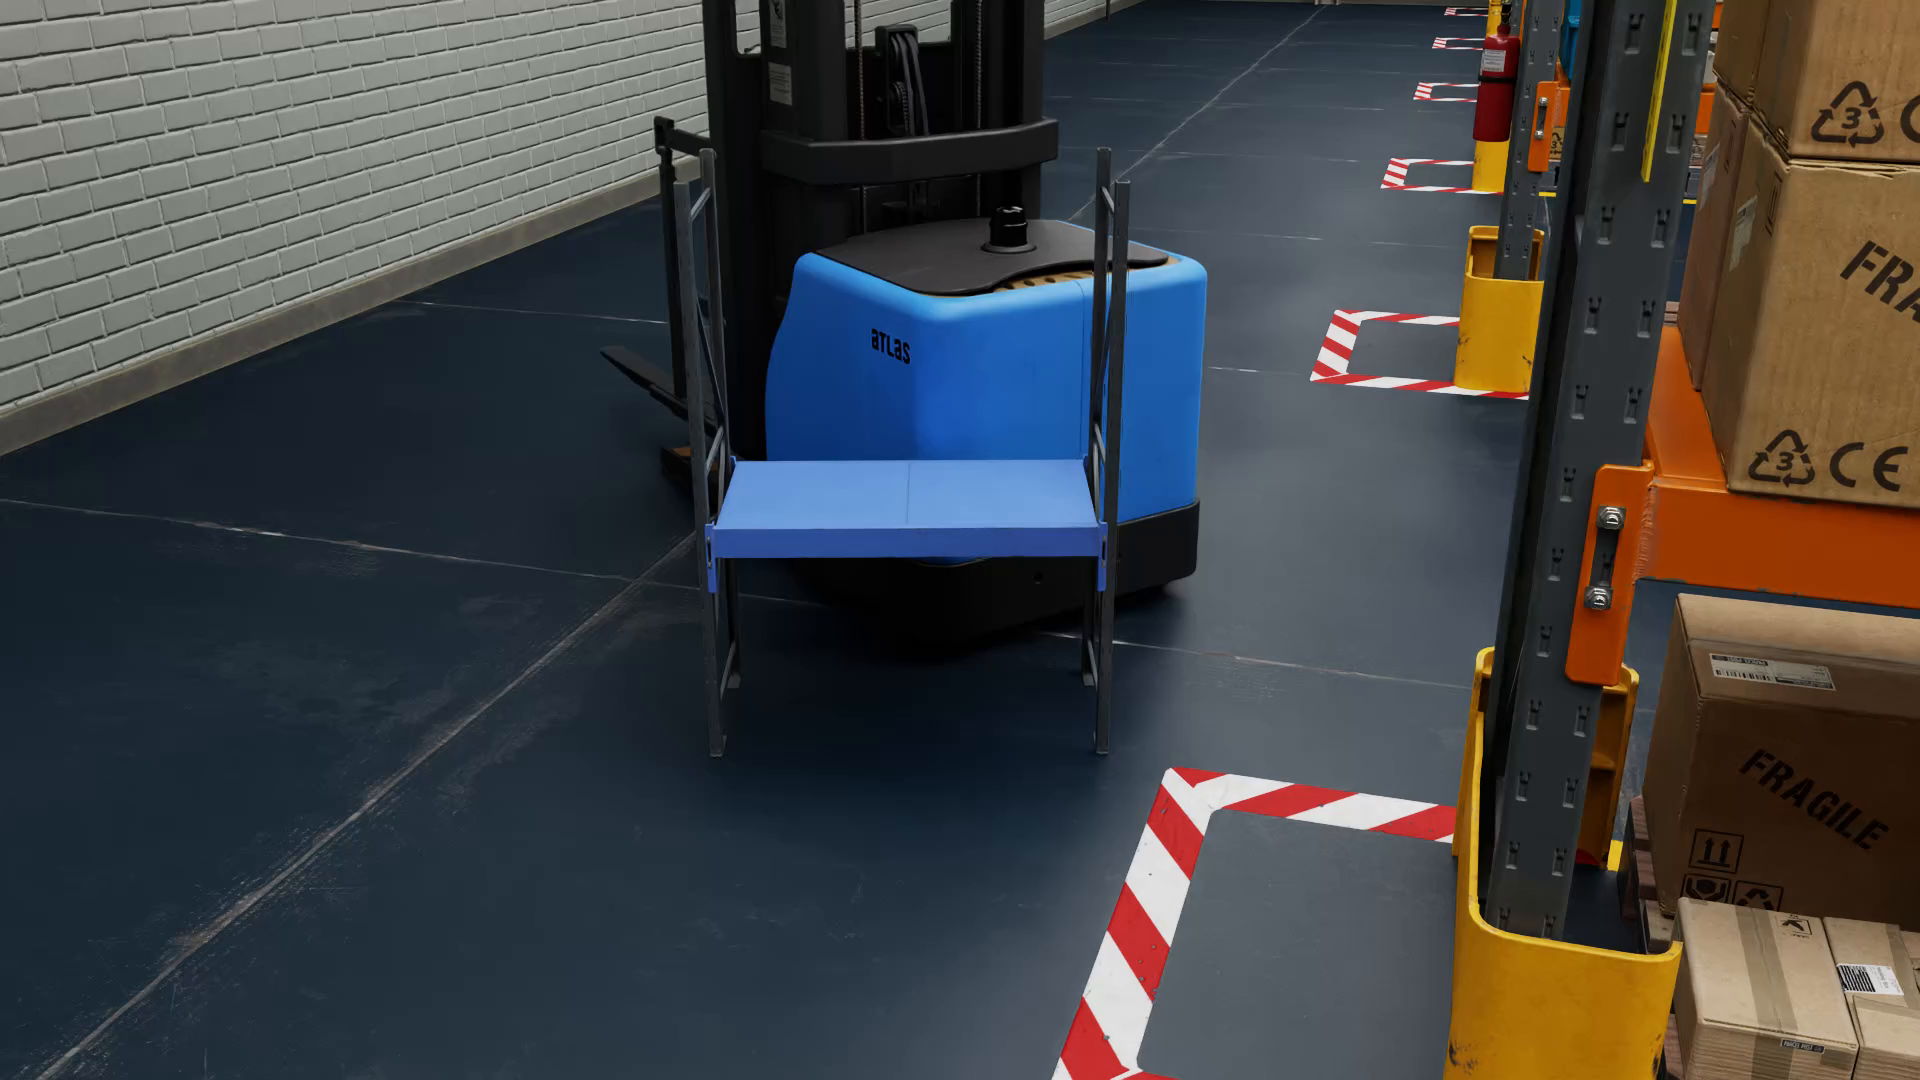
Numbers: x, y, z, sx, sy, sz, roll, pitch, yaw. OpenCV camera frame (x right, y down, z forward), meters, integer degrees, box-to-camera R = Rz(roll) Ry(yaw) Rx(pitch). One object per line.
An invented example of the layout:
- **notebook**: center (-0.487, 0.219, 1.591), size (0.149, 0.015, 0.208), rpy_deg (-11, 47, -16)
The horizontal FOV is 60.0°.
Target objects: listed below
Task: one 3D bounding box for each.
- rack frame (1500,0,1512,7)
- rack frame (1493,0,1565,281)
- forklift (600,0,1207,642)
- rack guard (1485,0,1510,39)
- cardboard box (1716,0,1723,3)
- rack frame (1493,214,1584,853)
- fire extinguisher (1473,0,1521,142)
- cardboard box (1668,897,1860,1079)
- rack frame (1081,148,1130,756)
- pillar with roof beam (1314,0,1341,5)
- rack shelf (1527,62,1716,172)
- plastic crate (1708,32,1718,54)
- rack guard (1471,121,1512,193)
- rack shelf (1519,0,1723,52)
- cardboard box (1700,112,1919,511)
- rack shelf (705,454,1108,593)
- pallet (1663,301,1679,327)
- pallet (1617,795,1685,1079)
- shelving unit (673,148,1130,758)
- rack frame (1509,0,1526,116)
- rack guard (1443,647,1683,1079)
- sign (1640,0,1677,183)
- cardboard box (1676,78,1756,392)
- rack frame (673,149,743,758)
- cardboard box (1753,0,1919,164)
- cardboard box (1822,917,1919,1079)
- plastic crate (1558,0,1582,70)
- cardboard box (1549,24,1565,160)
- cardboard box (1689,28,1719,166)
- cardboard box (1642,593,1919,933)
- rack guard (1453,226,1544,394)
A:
- **rack frame**: center (6.855, -7.661, 20.495), size (0.127, 3.000, 1.000), rpy_deg (7, 23, 16)
- **rack frame**: center (2.562, -2.261, 7.330), size (0.127, 3.000, 1.000), rpy_deg (7, 23, 16)
- **forklift**: center (-0.460, -1.566, 5.724), size (1.130, 2.935, 3.031), rpy_deg (-14, 26, -30)
- **rack guard**: center (6.832, -6.507, 20.975), size (0.348, 0.500, 1.175), rpy_deg (7, 23, 16)
- **cardboard box**: center (4.978, -3.702, 11.173), size (0.250, 0.149, 0.380), rpy_deg (6, 23, 15)
- **rack frame**: center (1.126, -0.461, 2.940), size (0.053, 2.616, 0.949), rpy_deg (7, 23, 16)
- **fire extinguisher**: center (2.549, -2.234, 7.858), size (0.183, 0.674, 0.296), rpy_deg (7, 23, 16)
- **cardboard box**: center (1.429, 0.824, 2.985), size (0.250, 0.149, 0.380), rpy_deg (7, 23, 16)
- **rack frame**: center (0.372, -0.220, 4.330), size (0.032, 1.500, 0.500), rpy_deg (0, 22, -1)
- **pillar with roof beam**: center (4.721, -11.300, 21.459), size (0.400, 9.000, 9.100), rpy_deg (7, 23, 16)
- **rack shelf**: center (4.477, -1.709, 6.932), size (4.000, 0.370, 1.077), rpy_deg (7, 23, 16)
- **plastic crate**: center (3.395, -2.143, 7.311), size (0.243, 0.136, 0.396), rpy_deg (7, 23, 16)
- **rack guard**: center (3.969, -2.907, 12.198), size (0.348, 0.500, 1.175), rpy_deg (7, 23, 16)
- **rack shelf**: center (5.907, -3.509, 11.319), size (4.000, 0.370, 1.077), rpy_deg (7, 23, 16)
- **cardboard box**: center (2.766, -0.321, 2.469), size (3.026, 0.500, 1.079), rpy_deg (7, 23, 16)
- **rack shelf**: center (-0.136, -0.051, 4.392), size (1.000, 0.185, 0.538), rpy_deg (0, 22, -1)
- **pallet**: center (3.340, -0.866, 7.604), size (1.213, 0.211, 1.003), rpy_deg (7, 23, 16)
- **pallet**: center (1.964, 0.924, 3.240), size (1.213, 0.211, 1.003), rpy_deg (7, 23, 16)
- **shelving unit**: center (-0.136, -0.218, 4.324), size (1.048, 1.500, 0.538), rpy_deg (0, 22, -1)
- **rack frame**: center (3.992, -4.061, 11.717), size (0.127, 3.000, 1.000), rpy_deg (7, 23, 16)
- **rack guard**: center (1.200, 0.703, 3.397), size (0.348, 0.500, 1.175), rpy_deg (7, 23, 16)
- **sign**: center (0.971, -0.665, 2.298), size (0.005, 0.325, 0.100), rpy_deg (7, 23, 16)
- **cardboard box**: center (1.635, -0.558, 3.046), size (0.500, 0.500, 0.500), rpy_deg (7, 23, 17)
- **rack frame**: center (-0.644, -0.215, 4.318), size (0.032, 1.500, 0.500), rpy_deg (0, 22, -1)
- **cardboard box**: center (1.476, -0.826, 2.382), size (0.500, 0.500, 0.500), rpy_deg (7, 23, 17)
- **cardboard box**: center (1.668, 0.844, 2.914), size (0.250, 0.166, 0.380), rpy_deg (7, 23, 16)
- **plastic crate**: center (2.936, -2.336, 7.388), size (0.499, 0.435, 0.616), rpy_deg (7, 23, 16)
- **cardboard box**: center (4.628, -3.231, 11.940), size (0.875, 0.875, 0.875), rpy_deg (7, 23, 16)
- **cardboard box**: center (5.500, -3.131, 11.697), size (0.875, 0.875, 0.875), rpy_deg (7, 23, 16)
- **cardboard box**: center (1.719, 0.461, 3.407), size (0.500, 0.500, 0.500), rpy_deg (7, 23, 16)
- **rack guard**: center (2.535, -1.103, 7.799), size (0.348, 0.500, 1.175), rpy_deg (7, 23, 16)
